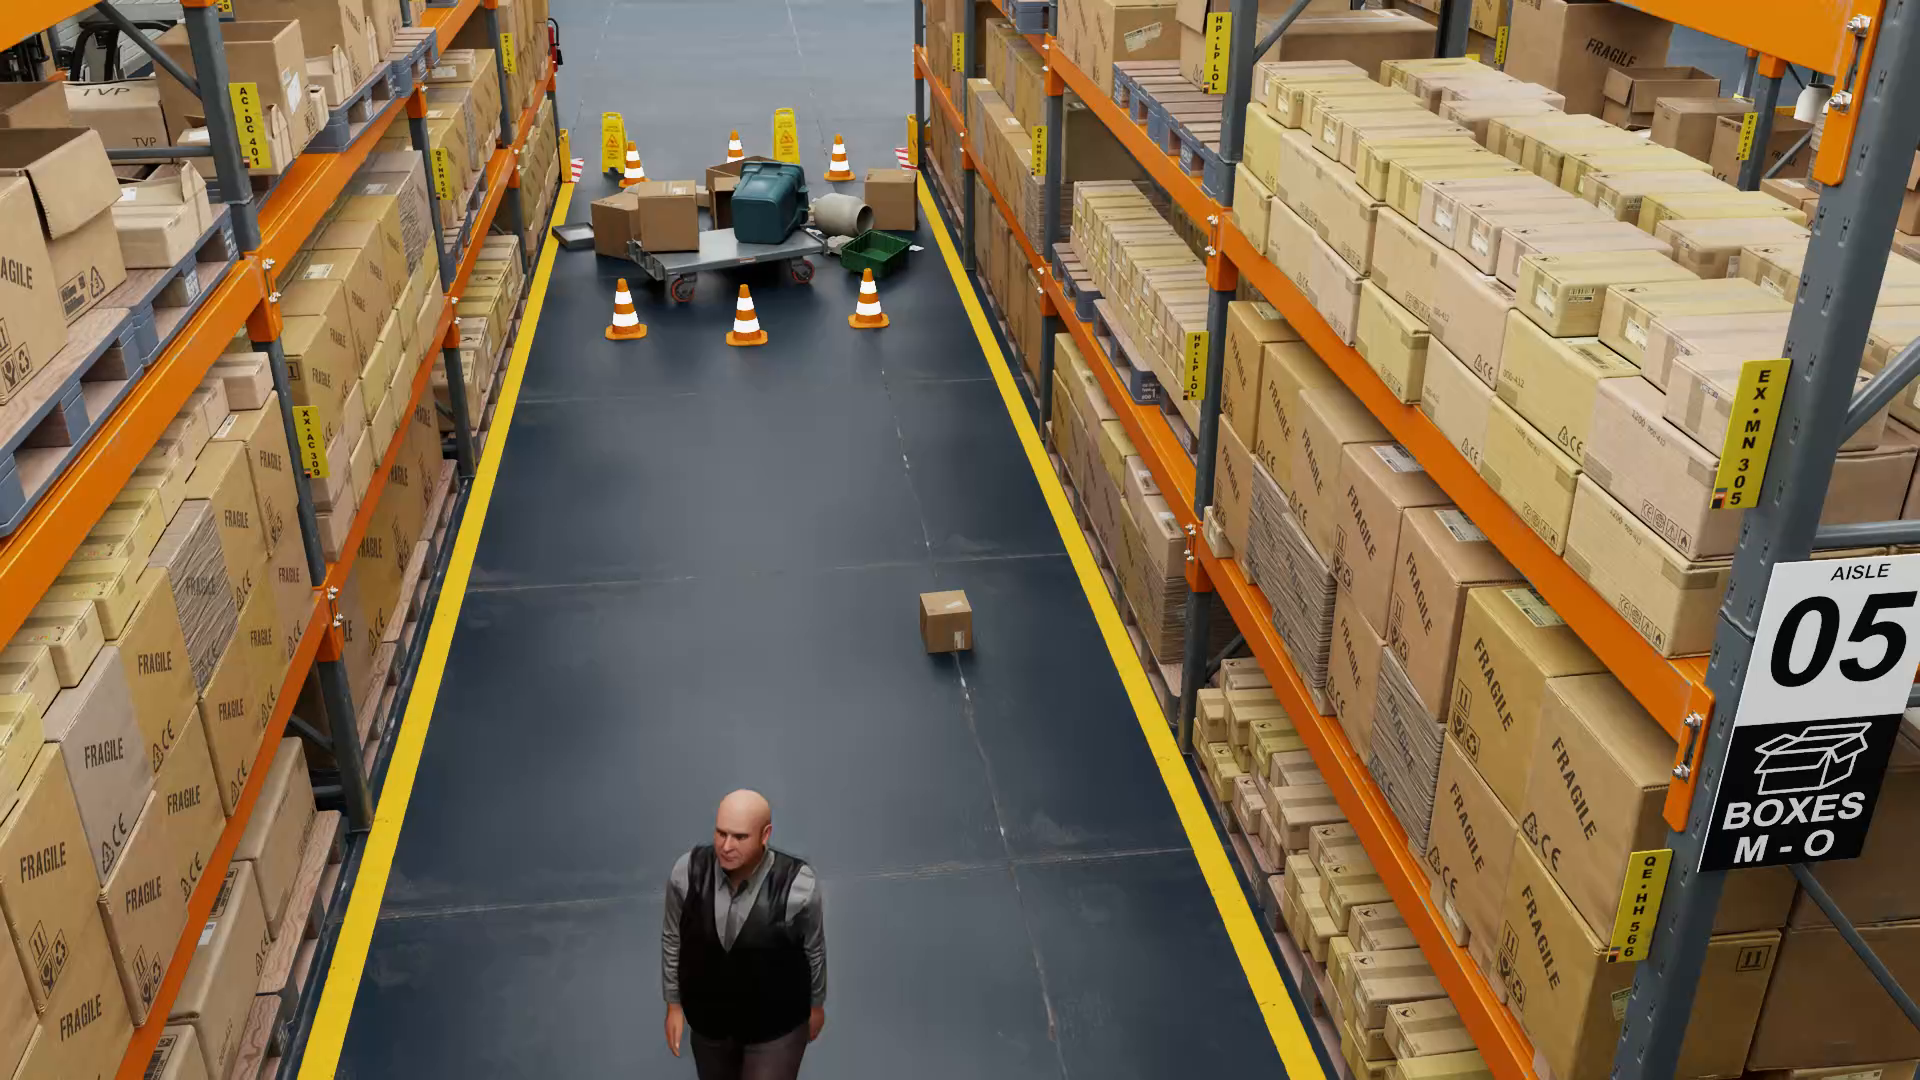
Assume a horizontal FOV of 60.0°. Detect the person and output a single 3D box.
[{"bbox_3d":[-0.718,1.561,5.571,0.543,1.691,0.892,6,28,12],"label":"person"}]
